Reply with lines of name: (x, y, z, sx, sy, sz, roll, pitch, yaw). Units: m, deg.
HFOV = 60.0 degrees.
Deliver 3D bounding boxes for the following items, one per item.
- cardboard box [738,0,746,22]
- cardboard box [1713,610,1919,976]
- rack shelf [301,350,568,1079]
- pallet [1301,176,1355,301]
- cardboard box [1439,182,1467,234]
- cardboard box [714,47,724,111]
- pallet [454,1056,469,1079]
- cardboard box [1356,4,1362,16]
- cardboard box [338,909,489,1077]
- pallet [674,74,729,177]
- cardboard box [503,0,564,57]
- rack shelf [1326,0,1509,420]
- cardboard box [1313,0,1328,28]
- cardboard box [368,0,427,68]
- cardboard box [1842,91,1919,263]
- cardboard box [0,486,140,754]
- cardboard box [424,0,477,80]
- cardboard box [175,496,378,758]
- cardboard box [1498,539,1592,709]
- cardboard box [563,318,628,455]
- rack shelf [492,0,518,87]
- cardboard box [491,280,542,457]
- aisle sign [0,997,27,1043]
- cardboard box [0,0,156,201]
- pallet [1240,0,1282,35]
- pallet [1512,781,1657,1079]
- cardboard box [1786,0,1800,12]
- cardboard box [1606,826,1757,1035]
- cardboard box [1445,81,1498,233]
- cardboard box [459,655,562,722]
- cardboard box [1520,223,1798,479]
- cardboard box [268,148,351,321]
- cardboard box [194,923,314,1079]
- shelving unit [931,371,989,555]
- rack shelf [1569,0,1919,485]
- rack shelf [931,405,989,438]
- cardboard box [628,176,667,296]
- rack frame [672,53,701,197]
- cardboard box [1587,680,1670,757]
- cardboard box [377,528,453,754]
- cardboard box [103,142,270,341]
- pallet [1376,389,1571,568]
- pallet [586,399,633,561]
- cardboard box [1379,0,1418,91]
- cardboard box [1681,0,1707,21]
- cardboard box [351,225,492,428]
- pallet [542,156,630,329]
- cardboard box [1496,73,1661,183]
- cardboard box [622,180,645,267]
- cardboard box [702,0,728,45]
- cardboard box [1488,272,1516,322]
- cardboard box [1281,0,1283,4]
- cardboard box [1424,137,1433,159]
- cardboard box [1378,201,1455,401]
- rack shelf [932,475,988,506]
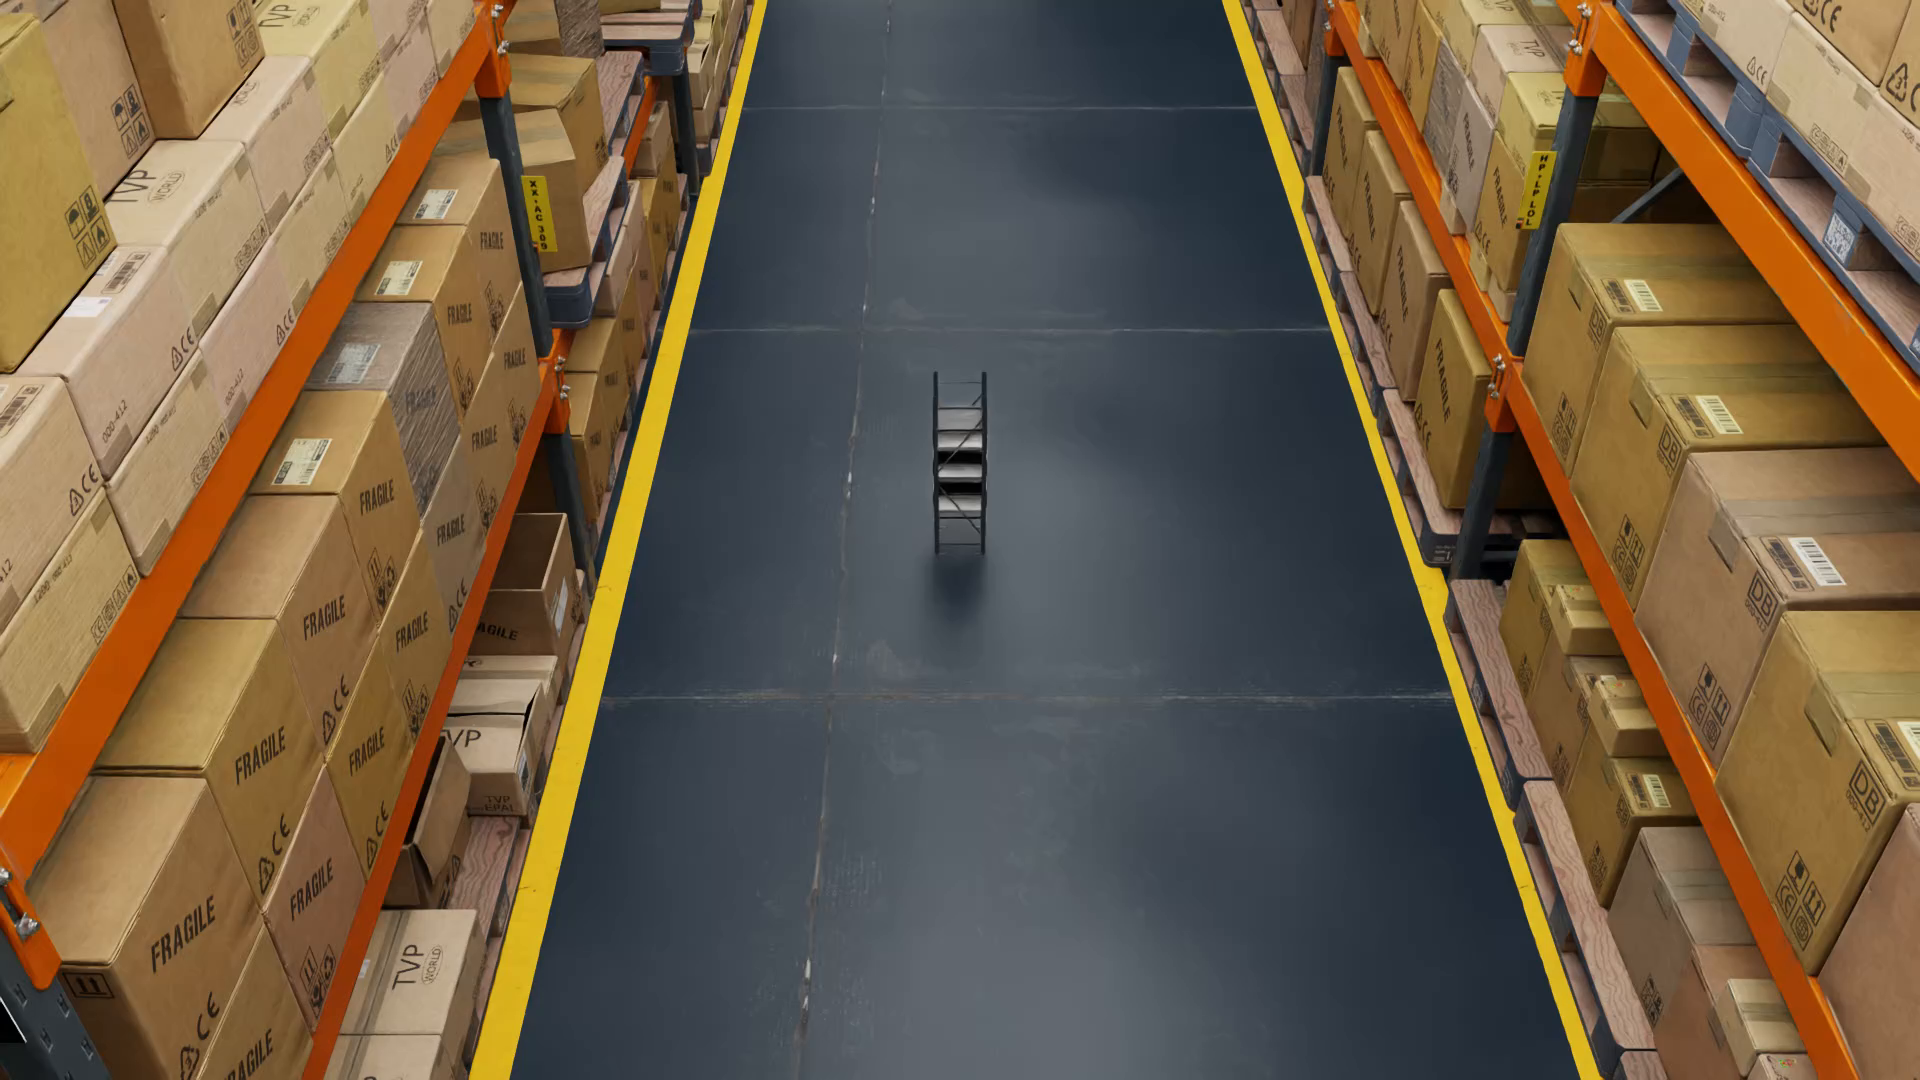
cardboard box: (-1.905, -4.125, 12.607, 0.500, 0.250, 0.500, 1, 39, 1)
cardboard box: (2.749, 0.678, 4.511, 0.980, 0.700, 0.700, 0, 39, 0)
rack shelf: (-2.184, 0.605, 5.417, 1.077, 0.370, 4.000, 0, 39, 0)
pallet: (2.688, -1.853, 10.139, 1.003, 0.211, 1.213, 0, 39, 0)
cardboard box: (2.446, -1.539, 7.702, 0.380, 0.149, 0.250, 0, 39, 0)
cardboard box: (-1.899, -3.161, 11.404, 0.500, 0.250, 0.500, -1, 39, -1)
pallet: (-2.184, 2.117, 5.185, 1.003, 0.211, 1.213, 0, 39, 0)
cardboard box: (2.531, -3.138, 9.697, 0.380, 0.149, 0.250, -1, 39, -1)
cardboard box: (-1.900, 1.510, 5.559, 0.500, 0.250, 0.500, 0, 39, 0)
pallet: (-2.153, -2.855, 11.389, 1.003, 0.211, 1.213, 0, 39, 0)
cardboard box: (-2.250, -2.234, 7.969, 0.700, 0.500, 0.500, -9, 40, -11)
rack shelf: (2.765, -1.903, 8.546, 1.077, 0.370, 4.000, 0, 39, 0)
cardboard box: (2.825, -3.403, 11.490, 0.700, 0.500, 0.500, 0, 39, 0)
cardboard box: (-1.917, -1.617, 4.936, 0.500, 0.250, 0.500, 0, 39, 0)
cardboard box: (2.498, -0.855, 3.969, 0.500, 0.250, 0.500, -1, 39, -1)
cardboard box: (-1.928, 0.141, 3.142, 0.500, 0.250, 0.500, 0, 39, 0)
cardboard box: (-1.920, -1.735, 5.483, 0.500, 0.250, 0.500, 0, 39, 0)
cardboard box: (-1.922, 0.228, 4.433, 0.500, 0.500, 0.500, 0, 39, 1)
cardboard box: (2.666, 0.347, 6.827, 0.700, 0.500, 0.500, 0, 39, 1)
cardboard box: (-1.955, -0.759, 8.191, 0.500, 0.500, 0.500, 0, 39, 1)
rack shelf: (-2.189, -3.067, 7.601, 1.077, 0.370, 4.000, 0, 39, 0)
cardboard box: (-1.929, -0.653, 6.332, 0.500, 0.500, 0.500, 1, 39, 1)
aisle sign: (-1.888, 0.603, 2.766, 0.394, 0.787, 0.004, 0, 39, 0)
cardboard box: (-2.222, -0.972, 3.531, 0.700, 0.500, 0.500, 0, 39, 0)
pallet: (2.760, -4.360, 13.268, 1.003, 0.211, 1.213, 0, 39, 0)
pallet: (2.694, 1.396, 6.085, 1.003, 0.211, 1.213, 0, 39, 0)
cardboard box: (2.495, -1.773, 4.515, 0.500, 0.500, 0.500, -1, 39, -1)
cardboard box: (2.669, 1.315, 5.619, 0.700, 0.500, 0.500, -1, 39, -2)
cardboard box: (2.504, -1.703, 7.388, 0.500, 0.500, 0.500, 0, 39, 0)
cardboard box: (-1.842, 0.605, 6.770, 0.380, 0.149, 0.250, 0, 39, 0)
cardboard box: (2.752, -0.710, 6.243, 0.980, 0.700, 0.700, 1, 39, 1)
cardboard box: (-1.925, -0.797, 4.312, 0.500, 0.250, 0.500, 0, 39, 0)
cardboard box: (-1.919, 1.258, 3.947, 0.500, 0.500, 0.500, 1, 39, 1)
shelving unit: (0.000, -0.346, 7.708, 0.258, 0.900, 0.210, 0, 39, 0)
rack shelf: (2.770, -0.572, 4.487, 1.077, 0.370, 4.000, 0, 39, 0)
rack shelf: (0.000, -0.531, 7.560, 0.258, 0.077, 0.200, 0, 39, 0)
cardboard box: (-1.955, -1.716, 9.385, 0.500, 0.500, 0.500, -1, 39, -2)
rack frame: (-2.191, -3.428, 9.875, 1.000, 3.000, 0.127, 0, 39, 0)
cardboard box: (2.484, 0.634, 5.950, 0.380, 0.149, 0.250, -1, 39, -1)
cardboard box: (-1.921, 0.309, 5.131, 0.500, 0.500, 0.500, 0, 39, 1)
cardboard box: (-1.923, -0.679, 3.766, 0.500, 0.250, 0.500, 0, 39, 0)
pallet: (2.691, -0.327, 8.235, 1.003, 0.211, 1.213, 0, 39, 0)
pallet: (-2.225, -0.347, 8.260, 1.003, 0.211, 1.213, 0, 39, 0)
cardboard box: (2.498, -2.655, 8.576, 0.500, 0.500, 0.500, 0, 39, 0)
cardboard box: (2.505, -1.815, 5.167, 0.500, 0.250, 0.500, 0, 39, 0)
cardboard box: (-1.924, -0.719, 5.615, 0.500, 0.500, 0.500, -1, 39, -1)
pallet: (-2.078, -1.352, 7.437, 1.003, 0.211, 1.213, 0, 39, 0)
cardboard box: (2.511, -1.680, 6.760, 0.500, 0.250, 0.500, 1, 39, 1)
cardboard box: (-1.945, -1.657, 8.712, 0.500, 0.250, 0.500, -1, 39, -1)
cardboard box: (-1.905, -3.713, 11.645, 0.500, 0.311, 0.500, -1, 39, -1)
cardboard box: (2.484, -1.054, 7.096, 0.380, 0.149, 0.250, 0, 39, 0)
cardboard box: (2.826, -4.348, 12.670, 0.700, 0.500, 0.500, -1, 39, -1)
cardboard box: (2.537, -2.014, 8.295, 0.380, 0.149, 0.250, 1, 39, 1)
cardboard box: (2.633, -1.220, 8.502, 0.750, 0.750, 0.750, 1, 39, 1)
rack shelf: (0.000, -0.250, 7.785, 0.258, 0.077, 0.200, 0, 39, 0)
